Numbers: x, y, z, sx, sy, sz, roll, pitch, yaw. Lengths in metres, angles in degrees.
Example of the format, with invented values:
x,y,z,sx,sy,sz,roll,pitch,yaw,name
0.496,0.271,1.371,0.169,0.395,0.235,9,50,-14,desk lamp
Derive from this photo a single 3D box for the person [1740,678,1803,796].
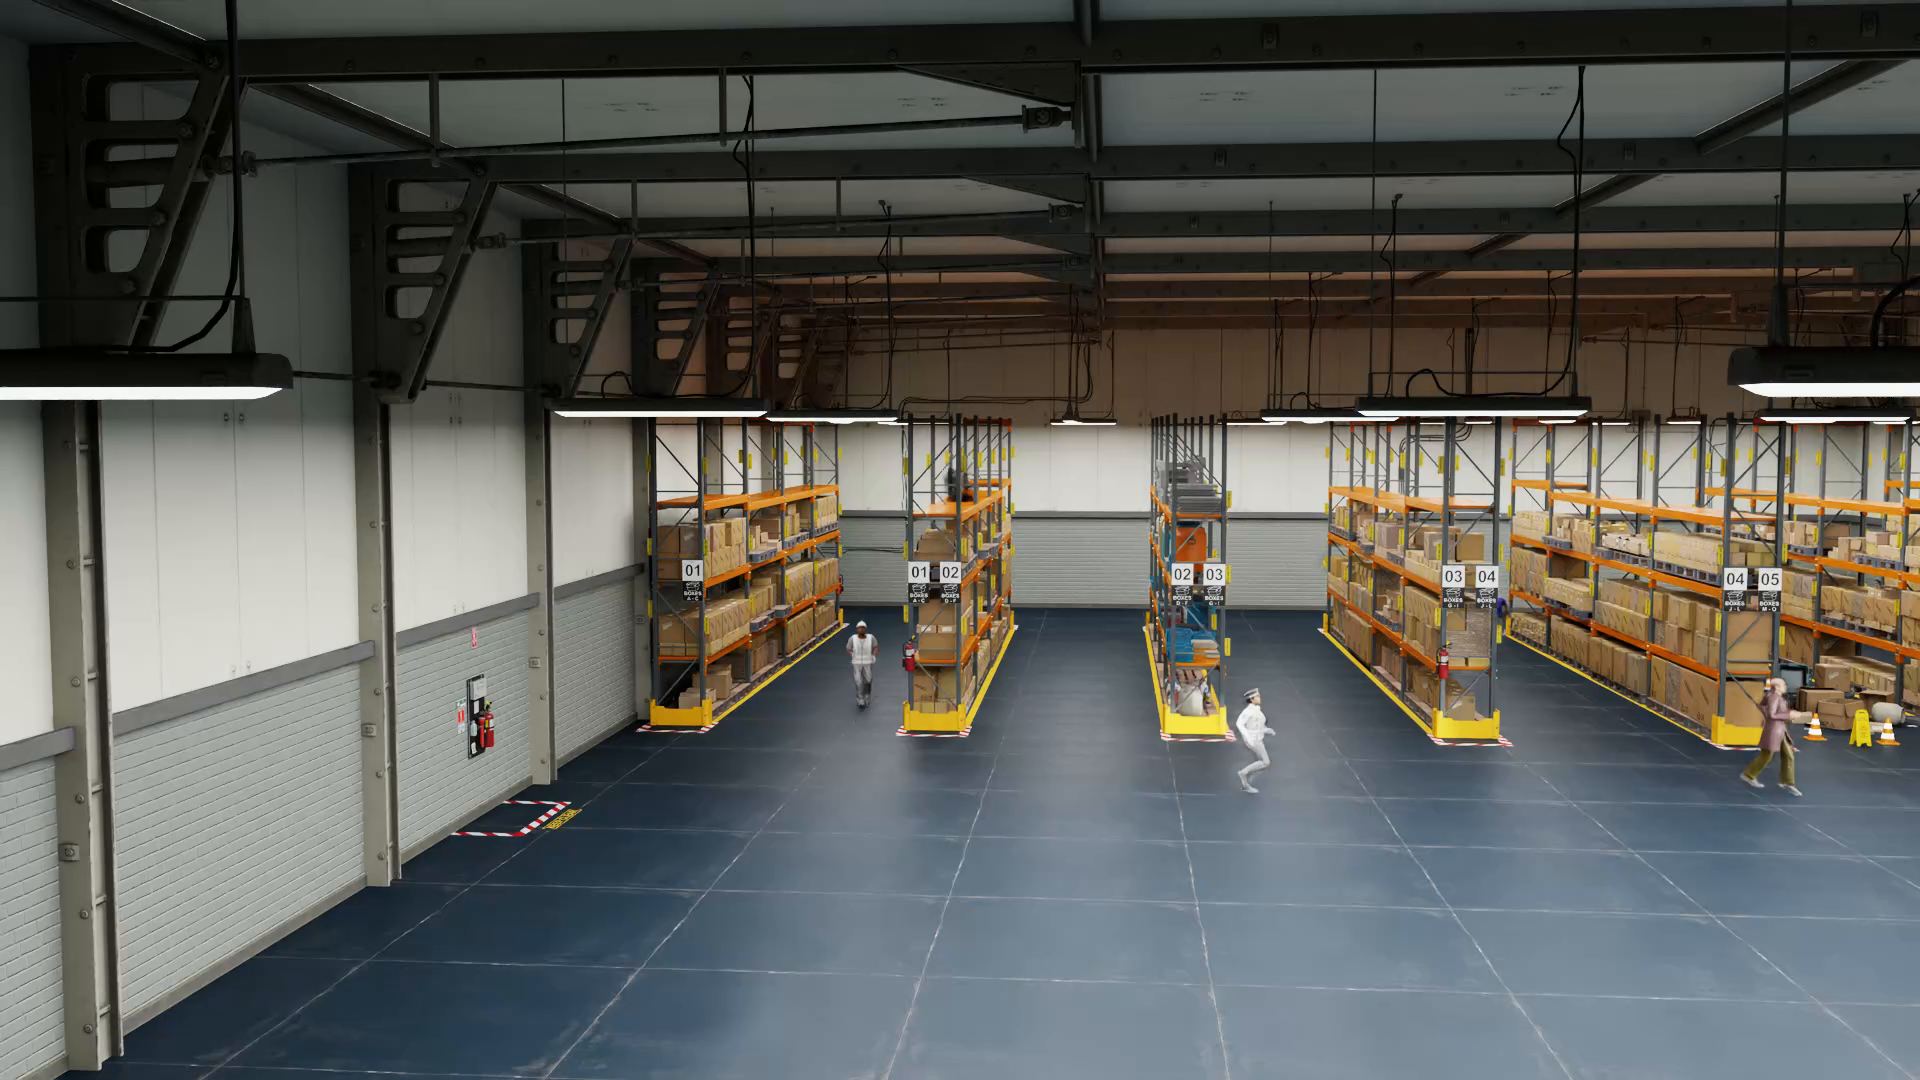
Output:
x,y,z,sx,sy,sz,roll,pitch,yaw,name
12.738,3.082,26.100,0.907,1.840,0.673,3,5,40,person

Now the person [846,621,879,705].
x,y,z,sx,sy,sz,roll,pitch,yaw,name
-1.996,2.543,34.081,0.667,1.737,0.605,0,4,-4,person

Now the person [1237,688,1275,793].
x,y,z,sx,sy,sz,roll,pitch,yaw,name
4.657,3.142,26.050,0.535,1.659,0.605,2,4,25,person

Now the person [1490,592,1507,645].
x,y,z,sx,sy,sz,roll,pitch,yaw,name
13.757,2.057,42.591,0.616,1.603,0.664,0,4,3,person
